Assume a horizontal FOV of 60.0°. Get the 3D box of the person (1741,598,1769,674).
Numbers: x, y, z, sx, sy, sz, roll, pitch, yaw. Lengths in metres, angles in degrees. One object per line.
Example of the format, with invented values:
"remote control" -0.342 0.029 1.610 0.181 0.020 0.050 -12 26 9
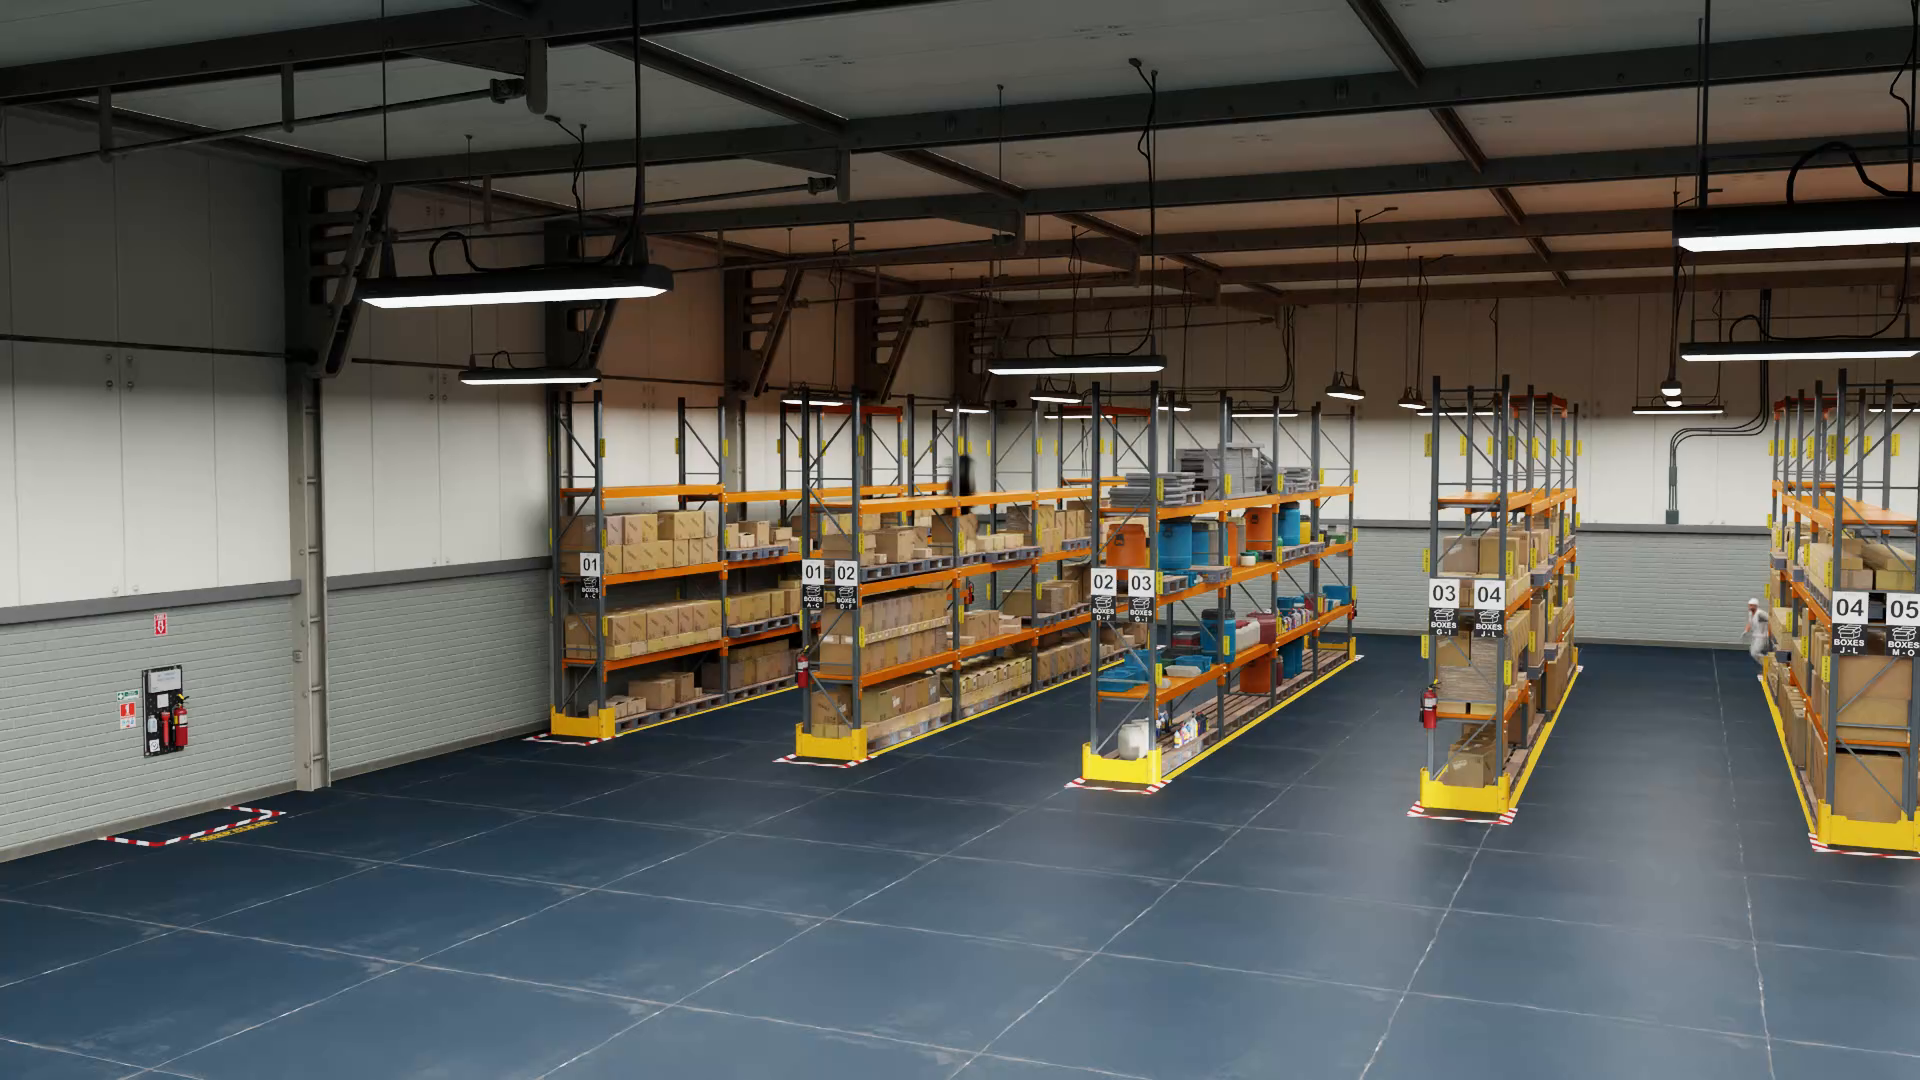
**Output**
"person" 17.673 2.137 36.767 0.658 1.690 0.715 0 3 -1
